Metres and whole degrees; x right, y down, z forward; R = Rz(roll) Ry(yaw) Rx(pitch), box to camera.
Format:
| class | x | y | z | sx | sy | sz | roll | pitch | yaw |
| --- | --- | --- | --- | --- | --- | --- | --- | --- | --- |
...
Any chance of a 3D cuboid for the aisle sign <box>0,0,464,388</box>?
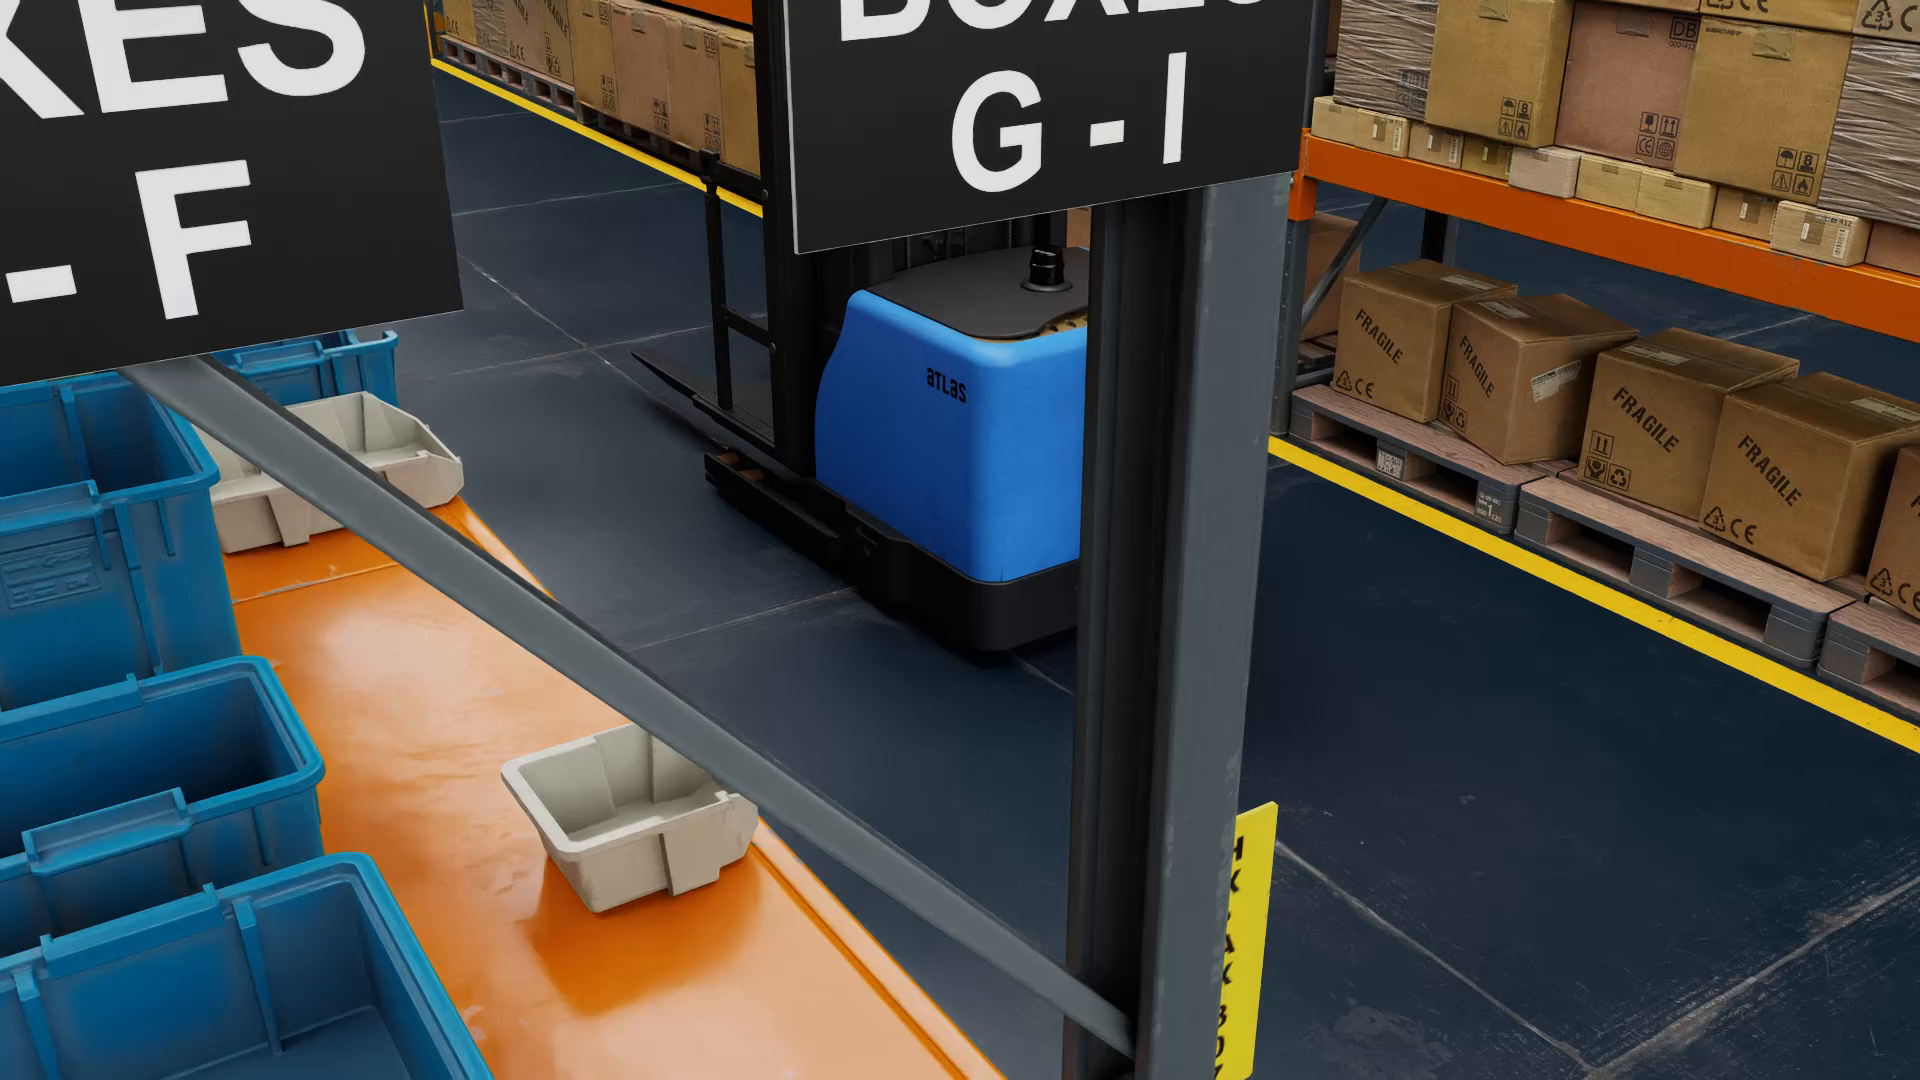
| class | x | y | z | sx | sy | sz | roll | pitch | yaw |
| --- | --- | --- | --- | --- | --- | --- | --- | --- | --- |
| aisle sign | -0.425 | -0.431 | 0.603 | 0.394 | 0.787 | 0.004 | -16 | 29 | -30 |

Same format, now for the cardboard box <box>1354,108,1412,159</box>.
| class | x | y | z | sx | sy | sz | roll | pitch | yaw |
| --- | --- | --- | --- | --- | --- | --- | --- | --- | --- |
| cardboard box | 1.742 | -1.582 | 6.381 | 0.380 | 0.149 | 0.250 | -16 | 29 | -30 |

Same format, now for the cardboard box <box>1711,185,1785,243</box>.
| class | x | y | z | sx | sy | sz | roll | pitch | yaw |
| --- | --- | --- | --- | --- | --- | --- | --- | --- | --- |
| cardboard box | 2.621 | -1.062 | 5.280 | 0.380 | 0.149 | 0.250 | -16 | 29 | -30 |

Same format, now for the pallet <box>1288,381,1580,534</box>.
| class | x | y | z | sx | sy | sz | roll | pitch | yaw |
| --- | --- | --- | --- | --- | --- | --- | --- | --- | --- |
| pallet | 2.147 | -0.442 | 6.939 | 1.003 | 0.211 | 1.213 | -16 | 29 | -30 |

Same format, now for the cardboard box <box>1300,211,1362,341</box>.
| class | x | y | z | sx | sy | sz | roll | pitch | yaw |
| --- | --- | --- | --- | --- | --- | --- | --- | --- | --- |
| cardboard box | 1.434 | -1.228 | 7.751 | 0.700 | 0.500 | 0.500 | -18 | 31 | -33 |

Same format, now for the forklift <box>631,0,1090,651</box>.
| class | x | y | z | sx | sy | sz | roll | pitch | yaw |
| --- | --- | --- | --- | --- | --- | --- | --- | --- | --- |
| forklift | -0.358 | -1.544 | 6.088 | 1.130 | 2.935 | 3.031 | -17 | 30 | -31 |

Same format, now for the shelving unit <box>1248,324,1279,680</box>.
| class | x | y | z | sx | sy | sz | roll | pitch | yaw |
| --- | --- | --- | --- | --- | --- | --- | --- | --- | --- |
| shelving unit | 0.671 | -0.140 | 5.141 | 0.258 | 1.200 | 0.503 | -17 | 30 | -31 |

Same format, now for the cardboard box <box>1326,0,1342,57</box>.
| class | x | y | z | sx | sy | sz | roll | pitch | yaw |
| --- | --- | --- | --- | --- | --- | --- | --- | --- | --- |
| cardboard box | 1.435 | -2.713 | 7.288 | 1.000 | 1.000 | 1.000 | -15 | 29 | -29 |

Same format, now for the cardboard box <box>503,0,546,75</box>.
| class | x | y | z | sx | sy | sz | roll | pitch | yaw |
| --- | --- | --- | --- | --- | --- | --- | --- | --- | --- |
| cardboard box | -3.401 | -4.602 | 14.482 | 0.875 | 0.875 | 0.875 | -16 | 29 | -30 |

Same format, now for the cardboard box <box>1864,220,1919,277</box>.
| class | x | y | z | sx | sy | sz | roll | pitch | yaw |
| --- | --- | --- | --- | --- | --- | --- | --- | --- | --- |
| cardboard box | 2.910 | -0.888 | 4.911 | 0.380 | 0.149 | 0.250 | -16 | 29 | -30 |

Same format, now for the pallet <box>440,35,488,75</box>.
| class | x | y | z | sx | sy | sz | roll | pitch | yaw |
| --- | --- | --- | --- | --- | --- | --- | --- | --- | --- |
| pallet | -4.298 | -4.698 | 15.955 | 1.003 | 0.211 | 1.213 | -16 | 29 | -30 |

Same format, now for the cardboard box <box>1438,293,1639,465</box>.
| class | x | y | z | sx | sy | sz | roll | pitch | yaw |
| --- | --- | --- | --- | --- | --- | --- | --- | --- | --- |
| cardboard box | 2.255 | -0.639 | 6.526 | 0.500 | 0.500 | 0.500 | -6 | 26 | -13 |

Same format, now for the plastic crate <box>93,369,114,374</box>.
| class | x | y | z | sx | sy | sz | roll | pitch | yaw |
| --- | --- | --- | --- | --- | --- | --- | --- | --- | --- |
| plastic crate | -2.219 | -0.536 | 3.944 | 0.767 | 0.338 | 0.504 | -16 | 29 | -30 |

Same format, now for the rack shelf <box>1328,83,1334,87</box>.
| class | x | y | z | sx | sy | sz | roll | pitch | yaw |
| --- | --- | --- | --- | --- | --- | --- | --- | --- | --- |
| rack shelf | 0.659 | -2.325 | 8.504 | 1.077 | 0.370 | 4.000 | -16 | 29 | -30 |

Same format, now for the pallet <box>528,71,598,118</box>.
| class | x | y | z | sx | sy | sz | roll | pitch | yaw |
| --- | --- | --- | --- | --- | --- | --- | --- | --- | --- |
| pallet | -2.966 | -3.826 | 14.106 | 1.003 | 0.211 | 1.213 | -16 | 29 | -30 |

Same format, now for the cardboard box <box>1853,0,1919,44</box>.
| class | x | y | z | sx | sy | sz | roll | pitch | yaw |
| --- | --- | --- | --- | --- | --- | --- | --- | --- | --- |
| cardboard box | 2.879 | -1.632 | 4.557 | 0.500 | 0.500 | 0.500 | -16 | 29 | -30 |

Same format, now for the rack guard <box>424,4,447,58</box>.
| class | x | y | z | sx | sy | sz | roll | pitch | yaw |
| --- | --- | --- | --- | --- | --- | --- | --- | --- | --- |
| rack guard | -4.813 | -5.105 | 16.479 | 1.175 | 0.500 | 0.348 | -16 | 29 | -30 |

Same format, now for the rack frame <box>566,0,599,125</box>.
| class | x | y | z | sx | sy | sz | roll | pitch | yaw |
| --- | --- | --- | --- | --- | --- | --- | --- | --- | --- |
| rack frame | -2.616 | -4.796 | 12.896 | 1.000 | 3.000 | 0.127 | -16 | 29 | -30 |

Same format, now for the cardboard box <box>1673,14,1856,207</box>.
| class | x | y | z | sx | sy | sz | roll | pitch | yaw |
| --- | --- | --- | --- | --- | --- | --- | --- | --- | --- |
| cardboard box | 2.784 | -1.408 | 5.254 | 0.875 | 0.500 | 0.500 | -16 | 29 | -30 |

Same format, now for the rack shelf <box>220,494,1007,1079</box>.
| class | x | y | z | sx | sy | sz | roll | pitch | yaw |
| --- | --- | --- | --- | --- | --- | --- | --- | --- | --- |
| rack shelf | -1.307 | 0.260 | 3.028 | 1.077 | 0.370 | 4.000 | -16 | 29 | -30 |

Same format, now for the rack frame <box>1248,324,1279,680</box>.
| class | x | y | z | sx | sy | sz | roll | pitch | yaw |
| --- | --- | --- | --- | --- | --- | --- | --- | --- | --- |
| rack frame | 0.811 | -0.054 | 4.960 | 0.240 | 1.200 | 0.015 | -17 | 30 | -31 |

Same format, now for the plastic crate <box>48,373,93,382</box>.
| class | x | y | z | sx | sy | sz | roll | pitch | yaw |
| --- | --- | --- | --- | --- | --- | --- | --- | --- | --- |
| plastic crate | -1.894 | -0.134 | 3.267 | 0.450 | 0.188 | 0.662 | -16 | 29 | -30 |

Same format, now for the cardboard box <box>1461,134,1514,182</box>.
| class | x | y | z | sx | sy | sz | roll | pitch | yaw |
| --- | --- | --- | --- | --- | --- | --- | --- | --- | --- |
| cardboard box | 2.046 | -1.412 | 6.021 | 0.380 | 0.149 | 0.250 | -16 | 29 | -30 |

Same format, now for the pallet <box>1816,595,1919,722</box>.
| class | x | y | z | sx | sy | sz | roll | pitch | yaw |
| --- | --- | --- | --- | --- | --- | --- | --- | --- | --- |
| pallet | 3.479 | 0.431 | 5.090 | 1.003 | 0.211 | 1.213 | -16 | 29 | -30 |

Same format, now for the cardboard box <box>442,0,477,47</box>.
| class | x | y | z | sx | sy | sz | roll | pitch | yaw |
| --- | --- | --- | --- | --- | --- | --- | --- | --- | --- |
| cardboard box | -4.383 | -5.246 | 15.846 | 0.875 | 0.875 | 0.875 | -16 | 29 | -30 |

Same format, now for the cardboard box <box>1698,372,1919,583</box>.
| class | x | y | z | sx | sy | sz | roll | pitch | yaw |
| --- | --- | --- | --- | --- | --- | --- | --- | --- | --- |
| cardboard box | 2.927 | -0.225 | 5.649 | 0.500 | 0.500 | 0.500 | -13 | 28 | -25 |

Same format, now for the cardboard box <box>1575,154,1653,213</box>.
| class | x | y | z | sx | sy | sz | roll | pitch | yaw |
| --- | --- | --- | --- | --- | --- | --- | --- | --- | --- |
| cardboard box | 2.320 | -1.233 | 5.642 | 0.380 | 0.149 | 0.250 | -16 | 29 | -30 |

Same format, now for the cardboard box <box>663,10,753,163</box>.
| class | x | y | z | sx | sy | sz | roll | pitch | yaw |
| --- | --- | --- | --- | --- | --- | --- | --- | --- | --- |
| cardboard box | -1.272 | -3.167 | 11.442 | 1.225 | 0.875 | 0.875 | -15 | 29 | -29 |

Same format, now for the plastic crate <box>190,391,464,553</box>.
| class | x | y | z | sx | sy | sz | roll | pitch | yaw |
| --- | --- | --- | --- | --- | --- | --- | --- | --- | --- |
| plastic crate | -1.300 | -0.140 | 3.341 | 0.530 | 0.136 | 0.437 | -16 | 29 | -30 |

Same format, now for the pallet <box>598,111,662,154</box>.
| class | x | y | z | sx | sy | sz | roll | pitch | yaw |
| --- | --- | --- | --- | --- | --- | --- | --- | --- | --- |
| pallet | -2.132 | -3.277 | 12.944 | 1.003 | 0.211 | 1.213 | -16 | 29 | -30 |

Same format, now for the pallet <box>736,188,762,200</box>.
| class | x | y | z | sx | sy | sz | roll | pitch | yaw |
| --- | --- | --- | --- | --- | --- | --- | --- | --- | --- |
| pallet | -0.800 | -2.404 | 11.096 | 1.003 | 0.211 | 1.213 | -16 | 29 | -30 |

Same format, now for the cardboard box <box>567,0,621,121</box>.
| class | x | y | z | sx | sy | sz | roll | pitch | yaw |
| --- | --- | --- | --- | --- | --- | --- | --- | --- | --- |
| cardboard box | -2.250 | -3.801 | 12.785 | 1.225 | 0.875 | 0.875 | -15 | 29 | -29 |

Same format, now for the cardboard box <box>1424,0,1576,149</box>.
| class | x | y | z | sx | sy | sz | roll | pitch | yaw |
| --- | --- | --- | --- | --- | --- | --- | --- | --- | --- |
| cardboard box | 2.189 | -1.752 | 5.983 | 0.875 | 0.500 | 0.500 | -16 | 29 | -30 |

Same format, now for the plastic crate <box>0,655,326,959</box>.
| class | x | y | z | sx | sy | sz | roll | pitch | yaw |
| --- | --- | --- | --- | --- | --- | --- | --- | --- | --- |
| plastic crate | -1.089 | 0.374 | 2.117 | 0.499 | 0.251 | 0.408 | -16 | 29 | -30 |

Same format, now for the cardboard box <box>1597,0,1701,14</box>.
| class | x | y | z | sx | sy | sz | roll | pitch | yaw |
| --- | --- | --- | --- | --- | --- | --- | --- | --- | --- |
| cardboard box | 2.331 | -1.989 | 5.313 | 0.500 | 0.500 | 0.500 | -16 | 29 | -30 |
